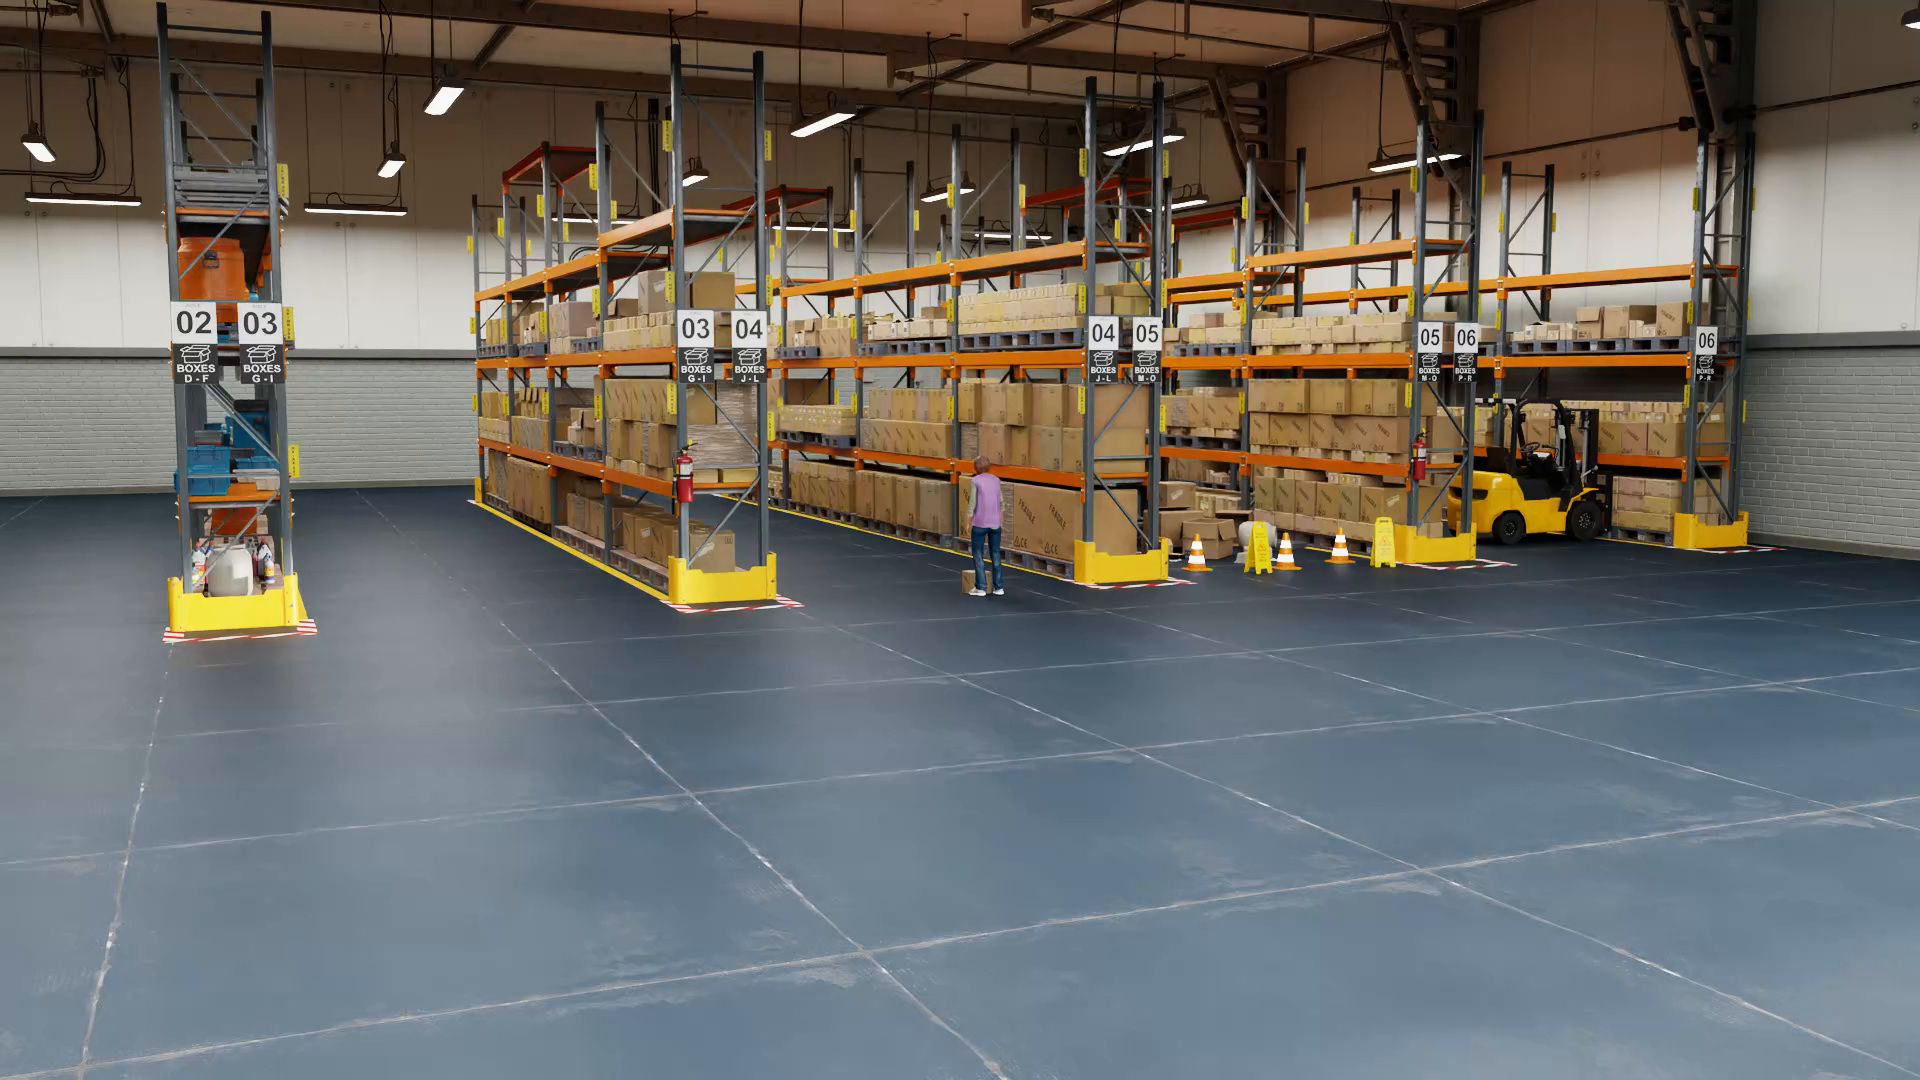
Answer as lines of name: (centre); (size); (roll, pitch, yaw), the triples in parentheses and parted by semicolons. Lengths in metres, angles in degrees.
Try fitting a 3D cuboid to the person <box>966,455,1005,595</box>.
person: (0.293, -0.163, 18.871); (0.477, 1.593, 0.346); (-3, 6, -25)
